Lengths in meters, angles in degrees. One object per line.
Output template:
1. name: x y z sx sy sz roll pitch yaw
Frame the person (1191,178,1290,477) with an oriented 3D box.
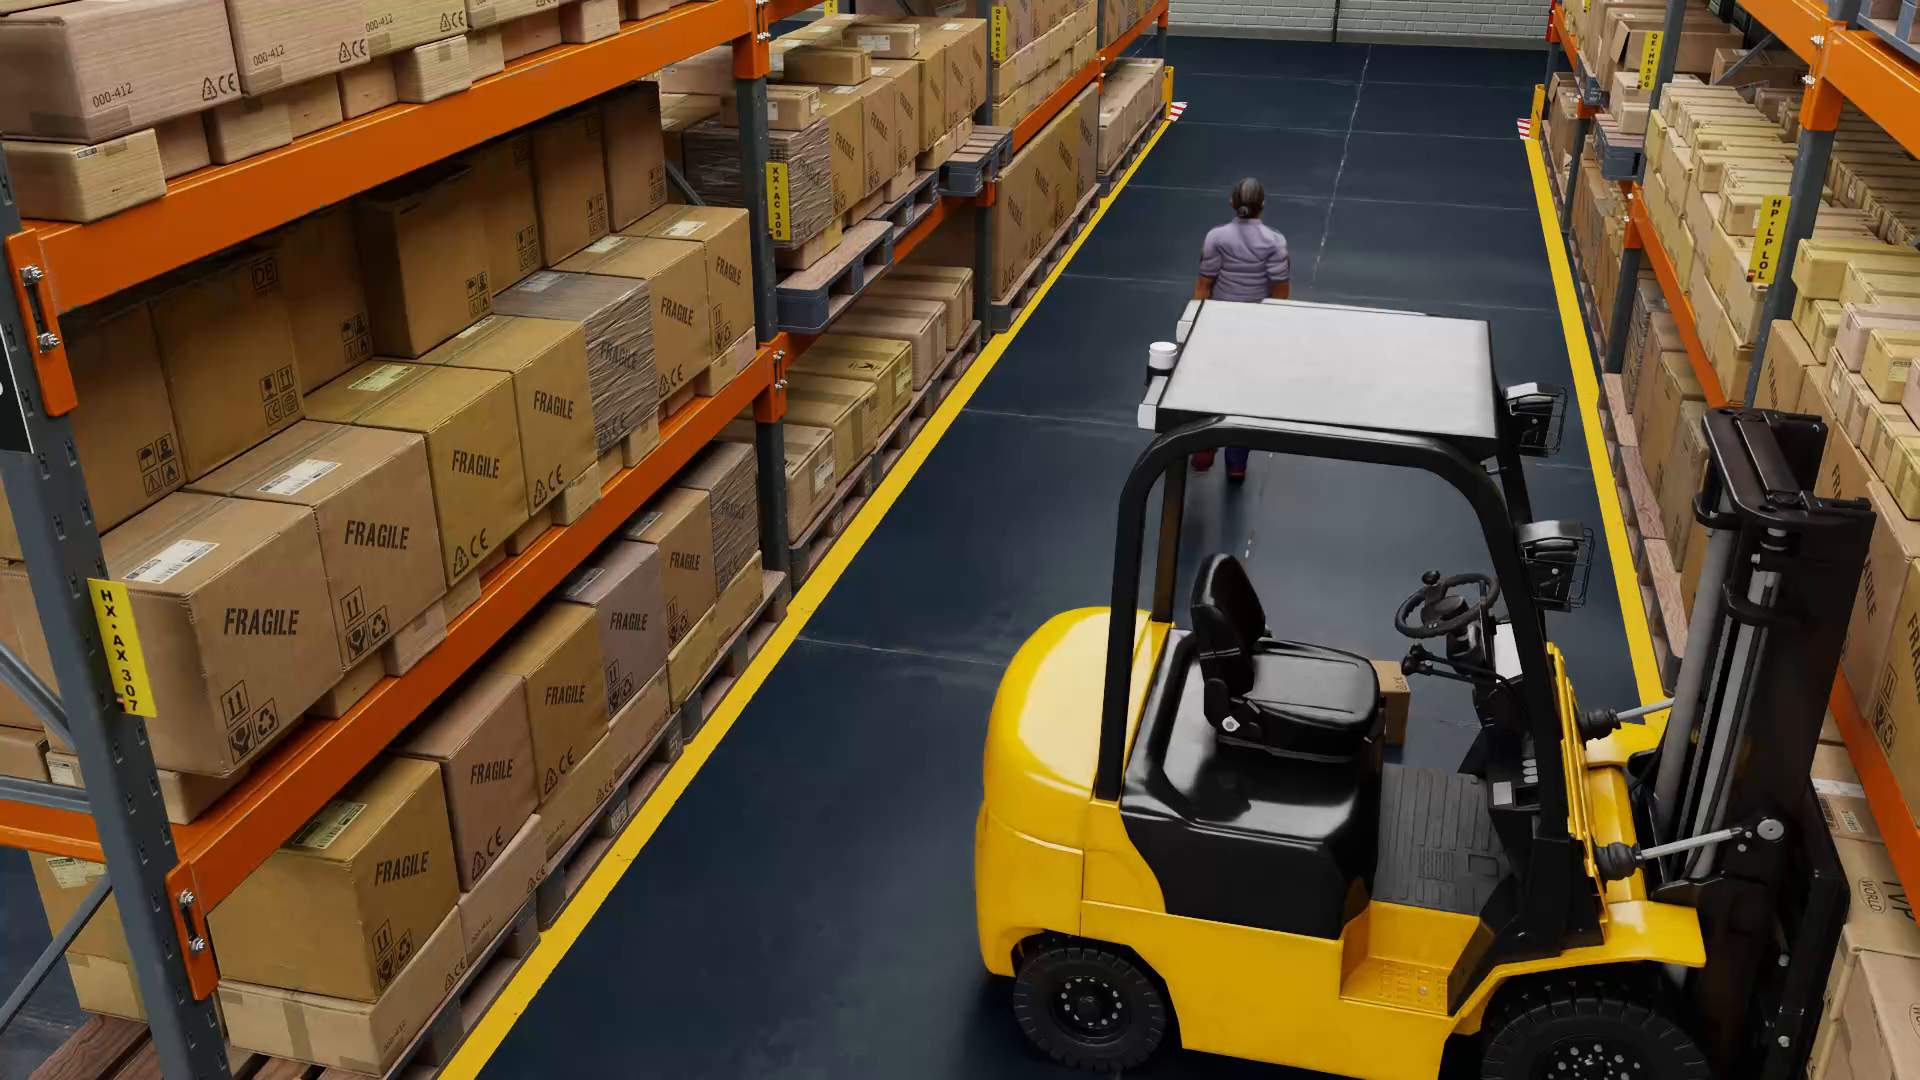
1. person: 1.506 -1.148 9.005 0.508 1.674 0.435 5 26 10
